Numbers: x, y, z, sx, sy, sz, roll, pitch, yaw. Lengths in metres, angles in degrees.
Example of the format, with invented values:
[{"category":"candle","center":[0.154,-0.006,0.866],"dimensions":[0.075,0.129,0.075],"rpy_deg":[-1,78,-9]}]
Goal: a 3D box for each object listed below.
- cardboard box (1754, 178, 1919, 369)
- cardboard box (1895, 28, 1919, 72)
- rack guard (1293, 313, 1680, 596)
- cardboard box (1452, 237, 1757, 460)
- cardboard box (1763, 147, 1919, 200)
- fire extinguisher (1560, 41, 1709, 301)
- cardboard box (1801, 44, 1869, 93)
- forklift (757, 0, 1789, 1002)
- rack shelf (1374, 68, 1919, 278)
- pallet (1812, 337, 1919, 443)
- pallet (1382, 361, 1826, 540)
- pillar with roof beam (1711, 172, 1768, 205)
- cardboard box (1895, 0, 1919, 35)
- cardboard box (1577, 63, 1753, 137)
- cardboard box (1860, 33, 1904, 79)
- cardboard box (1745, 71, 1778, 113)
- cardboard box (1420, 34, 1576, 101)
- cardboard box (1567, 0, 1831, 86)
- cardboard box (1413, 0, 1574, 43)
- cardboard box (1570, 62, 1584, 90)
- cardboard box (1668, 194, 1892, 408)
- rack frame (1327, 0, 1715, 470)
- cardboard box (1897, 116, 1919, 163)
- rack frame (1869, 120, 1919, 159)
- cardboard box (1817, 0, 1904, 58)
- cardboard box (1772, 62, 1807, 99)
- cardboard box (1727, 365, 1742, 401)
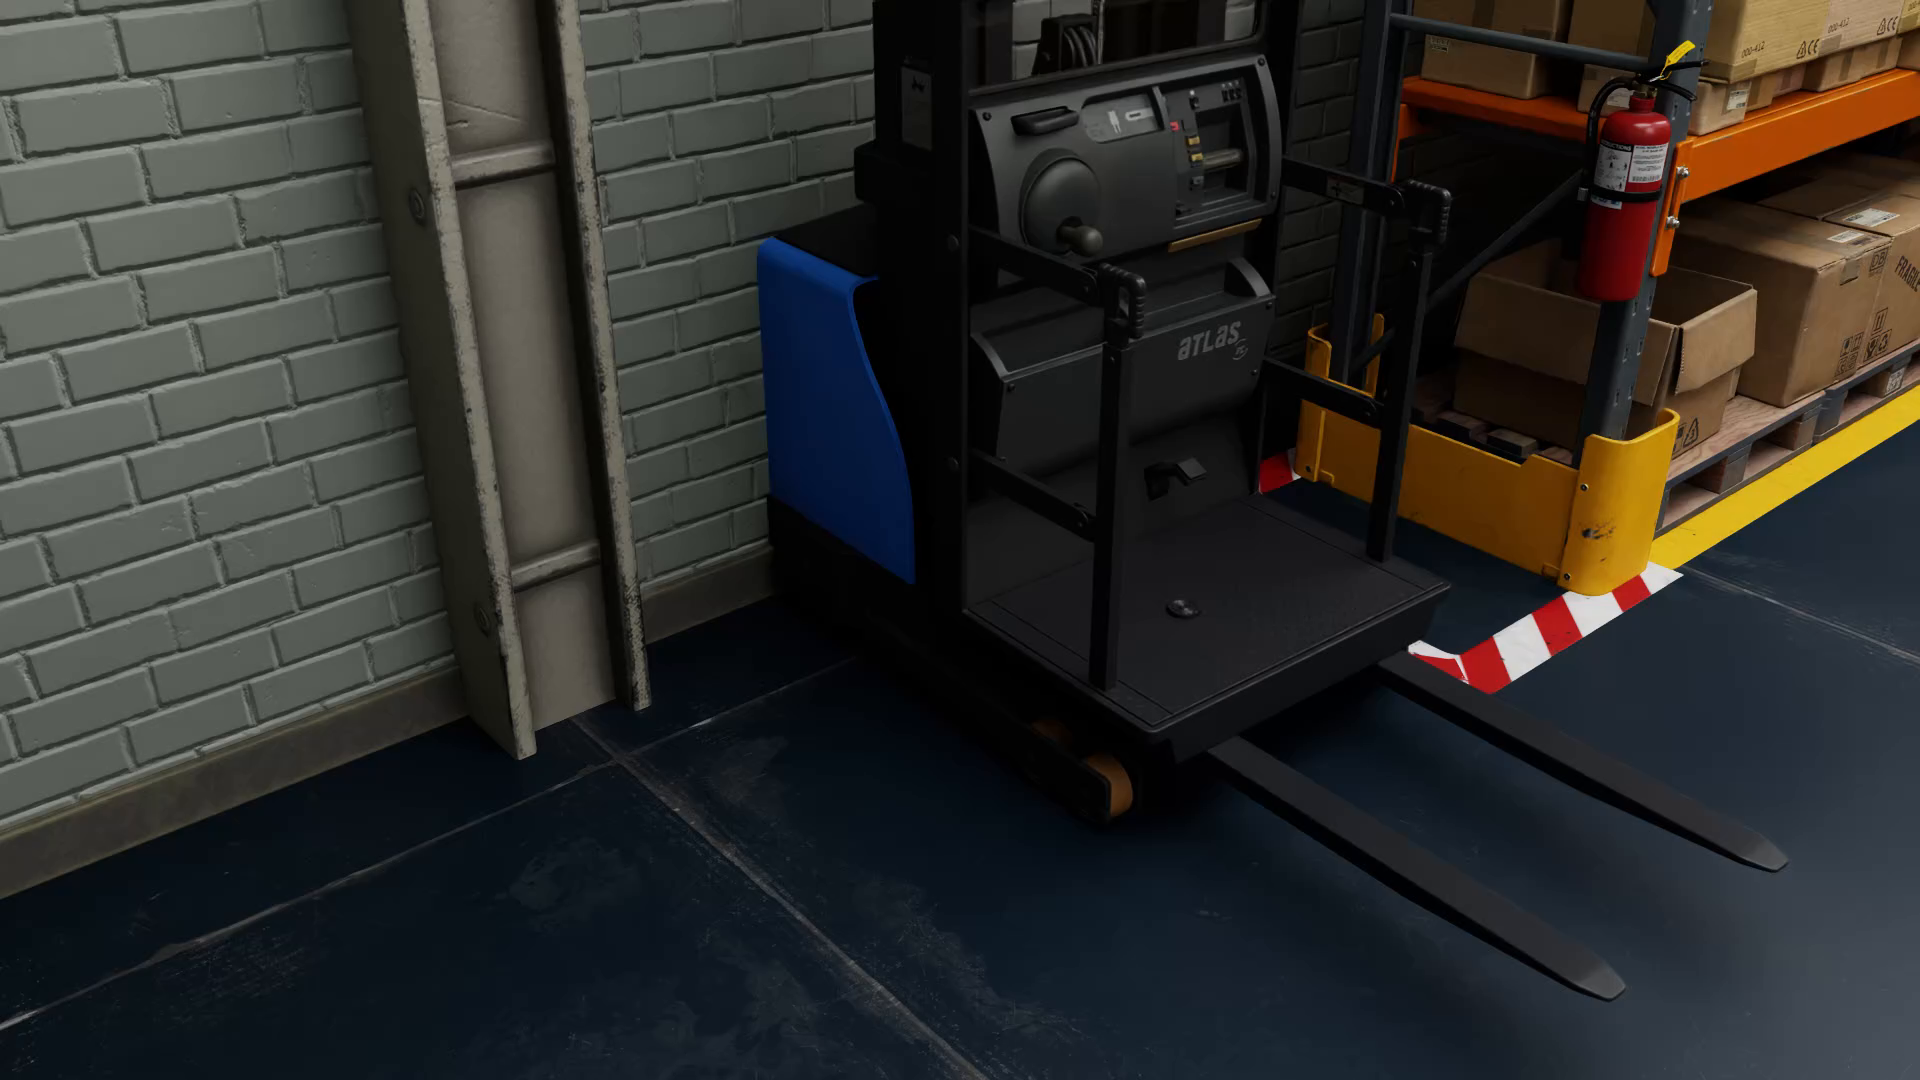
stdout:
[{"category":"cardboard box","center":[3.237,-0.991,6.129],"dimensions":[0.500,0.500,0.500],"rpy_deg":[-21,35,-34]},{"category":"cardboard box","center":[3.008,-1.650,5.421],"dimensions":[0.250,0.149,0.380],"rpy_deg":[-23,36,-36]},{"category":"rack guard","center":[1.626,-0.303,5.286],"dimensions":[0.348,0.500,1.175],"rpy_deg":[-22,35,-35]},{"category":"cardboard box","center":[2.095,-0.619,5.429],"dimensions":[0.637,0.503,0.797],"rpy_deg":[-24,36,-37]},{"category":"cardboard box","center":[3.560,-1.183,6.488],"dimensions":[0.500,0.500,0.700],"rpy_deg":[-23,36,-37]},{"category":"fire extinguisher","center":[1.756,-0.973,4.365],"dimensions":[0.183,0.674,0.296],"rpy_deg":[-22,35,-35]},{"category":"cardboard box","center":[2.569,-1.516,5.171],"dimensions":[0.250,0.149,0.380],"rpy_deg":[-21,34,-33]},{"category":"forklift","center":[0.552,-0.881,3.789],"dimensions":[1.130,2.935,3.031],"rpy_deg":[-20,34,-33]},{"category":"rack shelf","center":[3.089,-1.676,5.968],"dimensions":[4.000,0.370,1.077],"rpy_deg":[-22,35,-35]},{"category":"pallet","center":[3.159,-0.791,6.506],"dimensions":[1.213,0.211,1.003],"rpy_deg":[-22,35,-35]},{"category":"pallet","center":[2.231,-0.419,5.811],"dimensions":[1.213,0.211,1.003],"rpy_deg":[-22,35,-35]},{"category":"pillar with roof beam","center":[6.290,-3.818,2.847],"dimensions":[0.400,9.000,9.100],"rpy_deg":[-22,35,-35]},{"category":"cardboard box","center":[2.855,-1.800,5.279],"dimensions":[0.500,0.250,0.500],"rpy_deg":[-23,36,-36]},{"category":"cardboard box","center":[1.996,-1.273,4.717],"dimensions":[0.250,0.149,0.380],"rpy_deg":[-22,35,-35]},{"category":"cardboard box","center":[2.767,-1.599,5.326],"dimensions":[0.250,0.149,0.380],"rpy_deg":[-21,35,-34]},{"category":"cardboard box","center":[2.159,-1.368,4.893],"dimensions":[0.250,0.149,0.380],"rpy_deg":[-21,35,-34]},{"category":"cardboard box","center":[1.646,-1.469,5.082],"dimensions":[0.250,0.149,0.380],"rpy_deg":[-22,35,-35]},{"category":"cardboard box","center":[2.088,-1.489,4.698],"dimensions":[0.500,0.250,0.500],"rpy_deg":[-22,35,-35]},{"category":"cardboard box","center":[1.745,-1.683,5.060],"dimensions":[0.500,0.250,0.500],"rpy_deg":[-21,34,-34]},{"category":"cardboard box","center":[1.879,-1.524,5.186],"dimensions":[0.250,0.149,0.380],"rpy_deg":[-21,34,-34]},{"category":"cardboard box","center":[2.770,-0.865,5.893],"dimensions":[0.500,0.500,0.700],"rpy_deg":[-20,34,-33]},{"category":"rack frame","center":[1.568,-1.382,4.653],"dimensions":[0.127,3.000,1.000],"rpy_deg":[-22,35,-35]},{"category":"cardboard box","center":[4.792,-1.945,7.913],"dimensions":[0.500,0.500,0.500],"rpy_deg":[-22,35,-35]},{"category":"rack frame","center":[4.611,-2.606,6.943],"dimensions":[0.127,3.000,1.000],"rpy_deg":[-22,35,-35]},{"category":"cardboard box","center":[2.471,-1.643,4.986],"dimensions":[0.500,0.250,0.500],"rpy_deg":[-21,35,-34]},{"category":"cardboard box","center":[2.337,-1.461,5.067],"dimensions":[0.250,0.149,0.380],"rpy_deg":[-22,35,-36]},{"category":"cardboard box","center":[2.443,-0.579,5.730],"dimensions":[0.250,0.149,0.380],"rpy_deg":[-24,36,-37]}]
